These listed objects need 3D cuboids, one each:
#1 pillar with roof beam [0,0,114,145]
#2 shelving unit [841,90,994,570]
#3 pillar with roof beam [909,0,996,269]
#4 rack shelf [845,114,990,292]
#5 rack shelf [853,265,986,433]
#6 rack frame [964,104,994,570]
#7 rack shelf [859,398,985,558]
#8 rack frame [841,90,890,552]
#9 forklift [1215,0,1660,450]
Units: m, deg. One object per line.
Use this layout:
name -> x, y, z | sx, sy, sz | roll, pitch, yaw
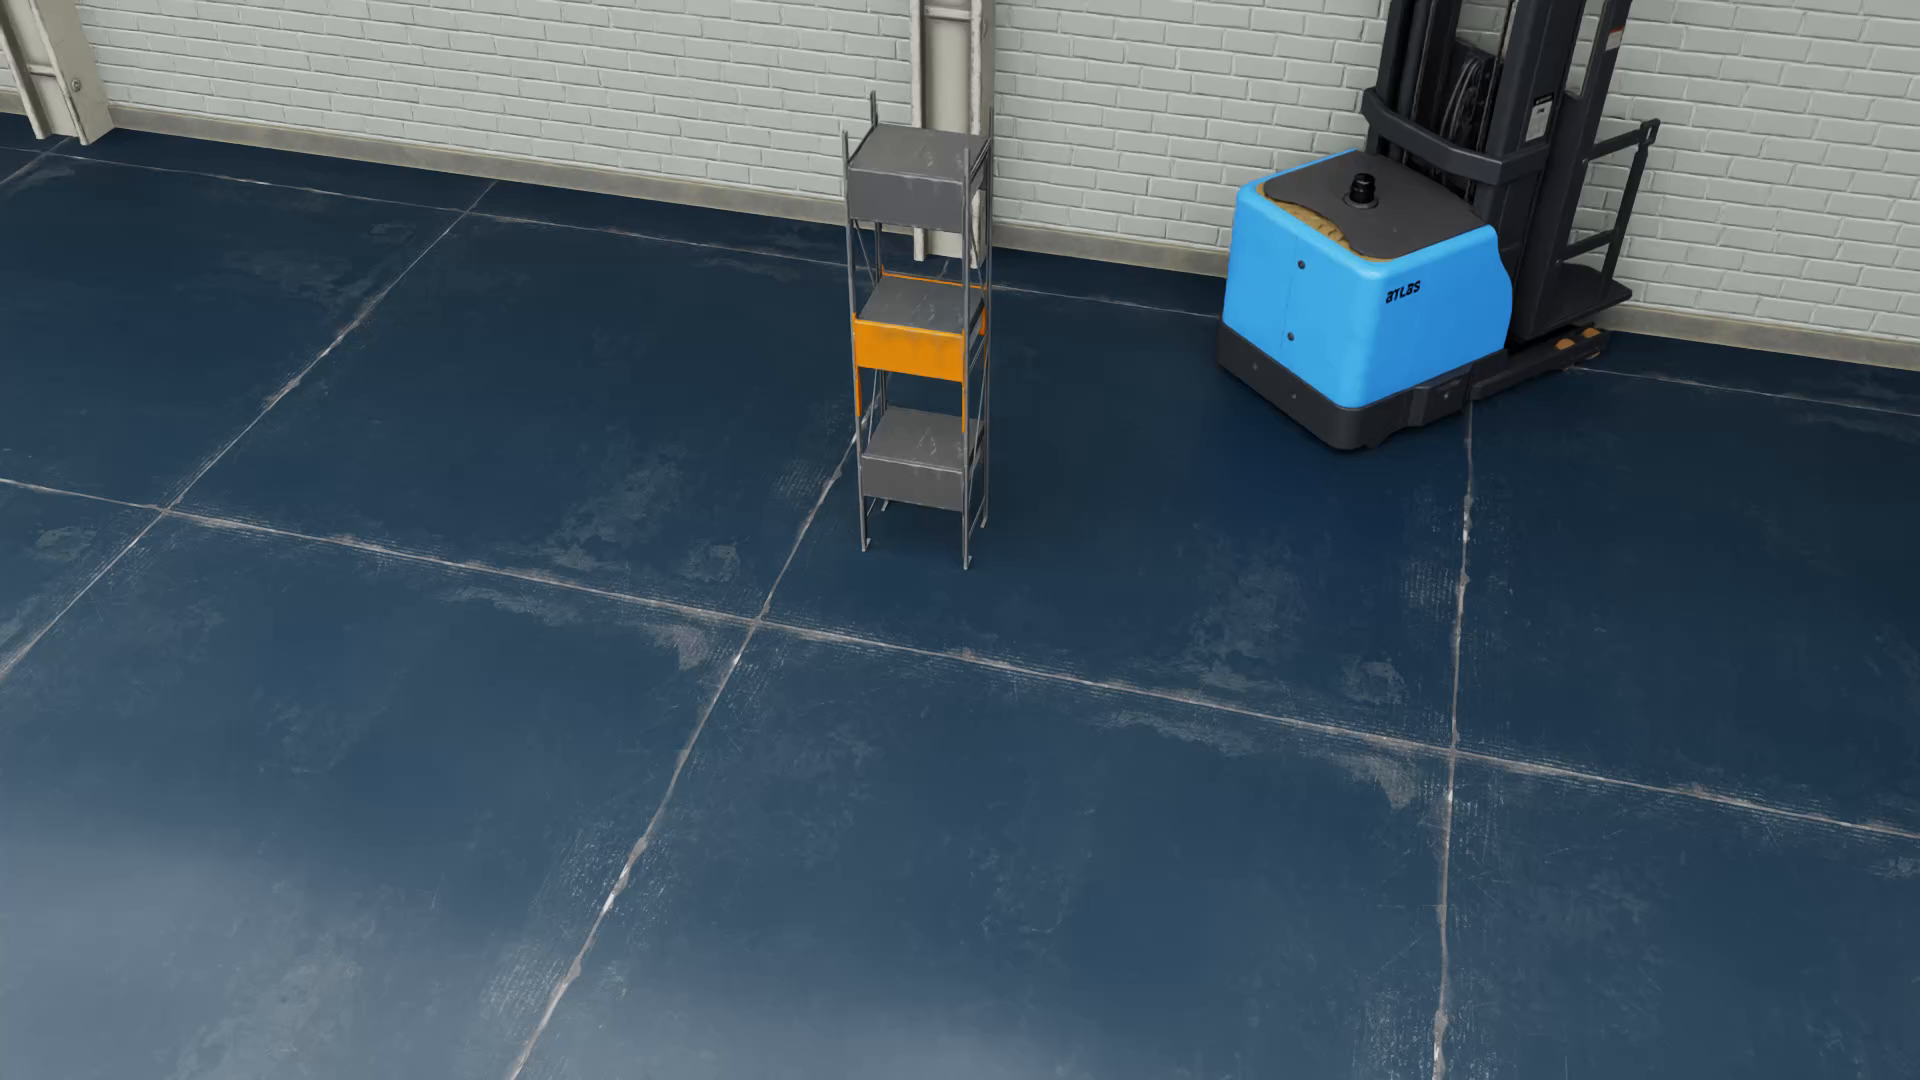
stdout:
pillar with roof beam -> -6.948, -3.470, 4.910 | 0.400, 9.000, 9.100 | 10, 41, 11
shelving unit -> -0.160, -0.832, 7.132 | 0.503, 2.100, 0.431 | 10, 41, 11
pillar with roof beam -> -1.152, -2.473, 3.722 | 0.400, 9.000, 9.100 | 10, 41, 11
rack shelf -> -0.160, -1.357, 6.691 | 0.480, 0.518, 0.431 | 10, 41, 11
rack shelf -> -0.160, -0.821, 7.141 | 0.480, 0.518, 0.431 | 10, 41, 11
rack frame -> 0.076, -0.791, 7.084 | 0.015, 2.100, 0.400 | 10, 41, 11
rack shelf -> -0.160, -0.285, 7.591 | 0.480, 0.518, 0.431 | 10, 41, 11
rack frame -> -0.396, -0.872, 7.180 | 0.015, 2.100, 0.400 | 10, 41, 11
forklift -> 2.870, -2.291, 8.224 | 3.031, 2.935, 1.130 | -22, 45, -24
